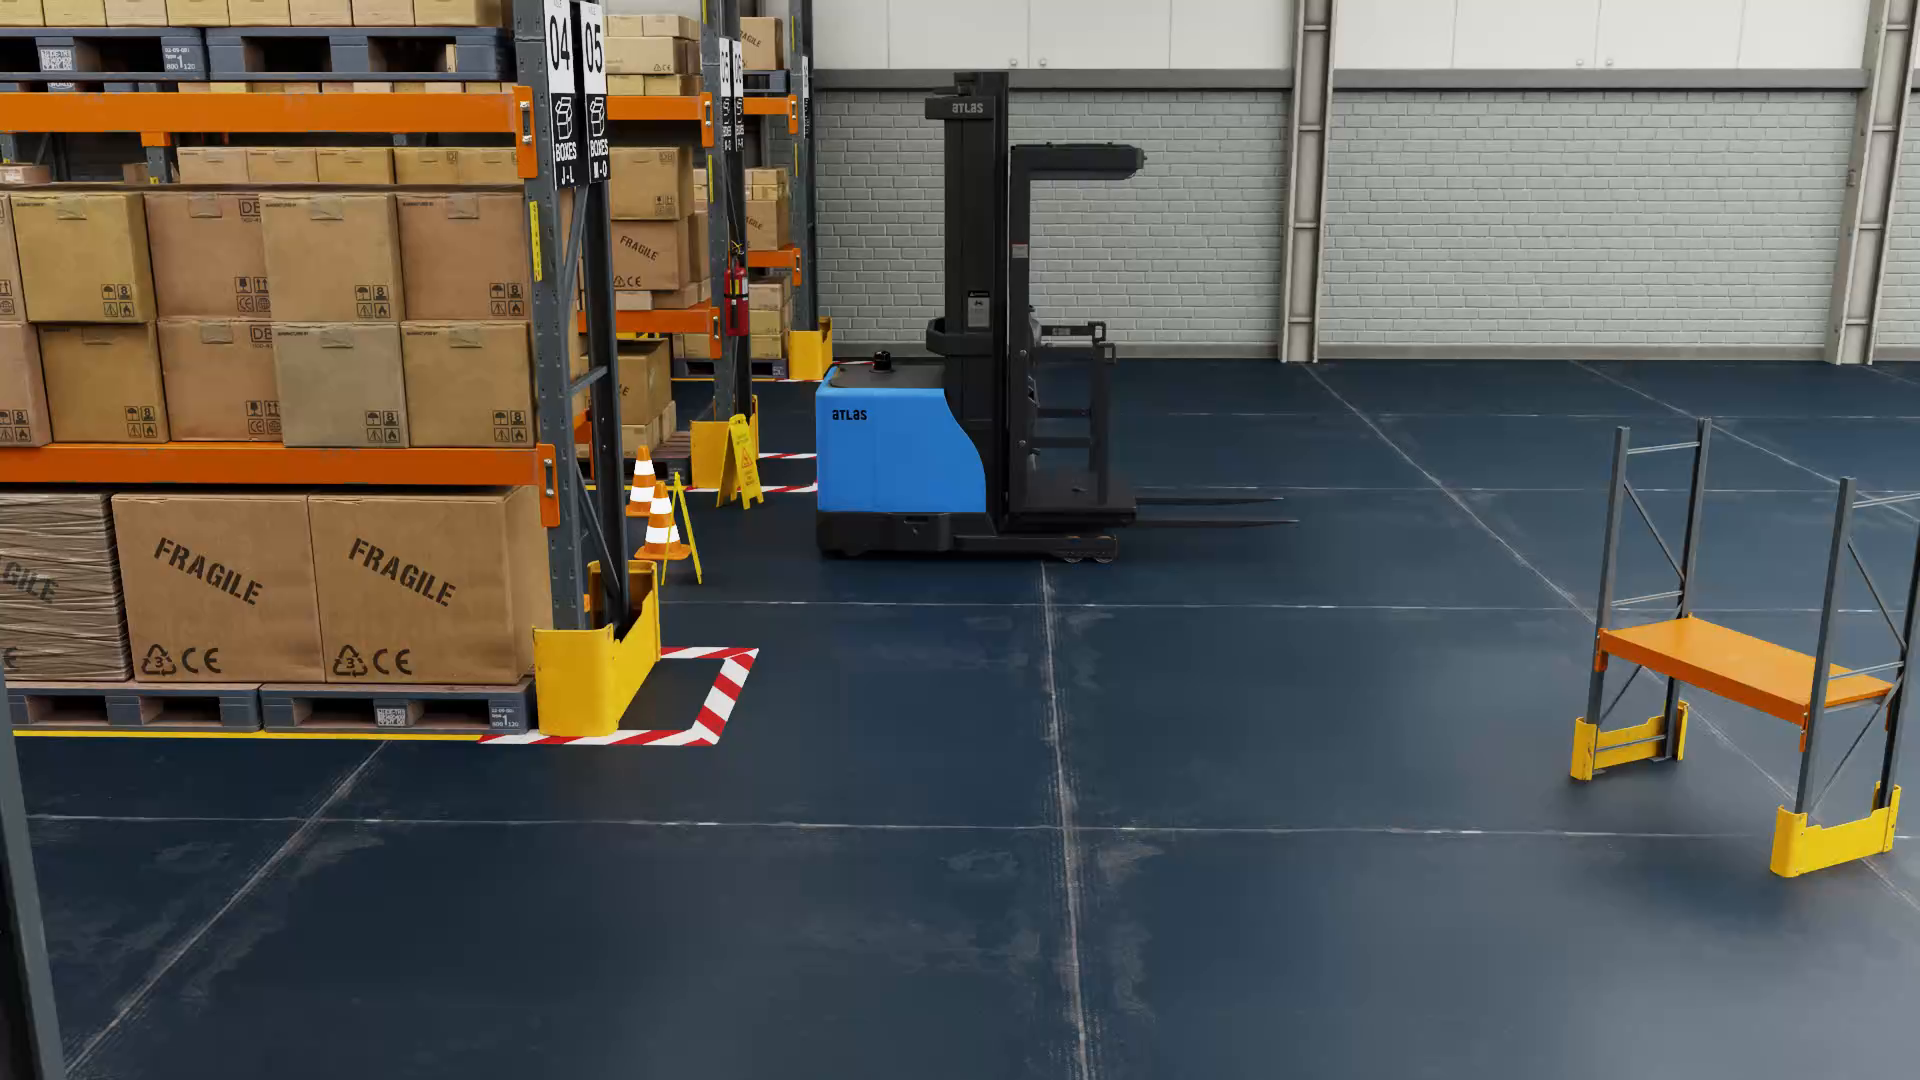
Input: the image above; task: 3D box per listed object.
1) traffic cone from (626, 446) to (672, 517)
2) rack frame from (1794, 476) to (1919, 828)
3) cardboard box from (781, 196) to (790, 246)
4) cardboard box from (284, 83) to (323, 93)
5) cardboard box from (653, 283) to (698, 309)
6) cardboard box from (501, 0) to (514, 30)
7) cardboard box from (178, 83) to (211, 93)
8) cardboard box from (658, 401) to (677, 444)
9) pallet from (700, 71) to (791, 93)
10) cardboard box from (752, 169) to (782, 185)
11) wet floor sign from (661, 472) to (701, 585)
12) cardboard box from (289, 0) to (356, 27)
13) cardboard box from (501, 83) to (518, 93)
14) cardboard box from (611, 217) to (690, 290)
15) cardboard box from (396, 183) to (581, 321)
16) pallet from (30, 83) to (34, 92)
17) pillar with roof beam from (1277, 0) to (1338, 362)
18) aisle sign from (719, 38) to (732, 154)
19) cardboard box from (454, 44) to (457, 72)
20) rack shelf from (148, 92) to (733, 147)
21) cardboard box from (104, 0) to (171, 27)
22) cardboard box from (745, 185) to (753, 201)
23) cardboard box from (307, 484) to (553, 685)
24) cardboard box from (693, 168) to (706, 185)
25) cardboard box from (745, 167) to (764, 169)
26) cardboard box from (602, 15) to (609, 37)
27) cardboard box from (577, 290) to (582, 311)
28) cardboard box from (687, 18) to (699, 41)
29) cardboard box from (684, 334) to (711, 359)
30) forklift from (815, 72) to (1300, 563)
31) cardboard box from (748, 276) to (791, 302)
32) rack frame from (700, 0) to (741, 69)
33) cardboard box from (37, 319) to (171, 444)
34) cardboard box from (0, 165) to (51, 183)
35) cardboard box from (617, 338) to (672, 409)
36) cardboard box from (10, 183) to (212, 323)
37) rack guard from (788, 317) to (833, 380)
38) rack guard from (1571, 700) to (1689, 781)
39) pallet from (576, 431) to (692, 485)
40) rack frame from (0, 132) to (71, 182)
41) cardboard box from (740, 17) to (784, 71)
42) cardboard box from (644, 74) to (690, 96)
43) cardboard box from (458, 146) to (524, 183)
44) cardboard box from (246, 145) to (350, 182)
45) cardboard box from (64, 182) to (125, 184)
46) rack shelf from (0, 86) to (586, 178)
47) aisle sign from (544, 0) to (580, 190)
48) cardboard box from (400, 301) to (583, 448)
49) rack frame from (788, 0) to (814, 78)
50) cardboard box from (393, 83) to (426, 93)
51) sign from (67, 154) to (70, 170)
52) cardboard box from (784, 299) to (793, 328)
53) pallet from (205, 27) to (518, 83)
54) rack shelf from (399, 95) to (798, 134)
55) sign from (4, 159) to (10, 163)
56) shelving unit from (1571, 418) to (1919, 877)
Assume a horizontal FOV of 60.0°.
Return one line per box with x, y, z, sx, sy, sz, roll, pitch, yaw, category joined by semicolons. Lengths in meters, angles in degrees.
-2.185;-0.424;11.541;0.334;0.463;0.336;0;15;1;traffic cone
3.298;0.483;6.068;0.500;1.500;0.032;-7;16;-24;rack frame
-2.087;-3.365;17.519;0.500;0.500;0.500;1;15;3;cardboard box
-4.655;-3.266;11.953;0.250;0.149;0.380;1;15;3;cardboard box
-2.101;-1.803;12.288;0.250;0.149;0.380;1;15;3;cardboard box
-2.082;-2.378;7.568;0.250;0.149;0.380;0;15;2;cardboard box
-5.412;-3.267;11.954;0.250;0.149;0.380;0;15;1;cardboard box
-2.521;-0.926;13.038;0.500;0.250;0.500;0;15;1;cardboard box
-2.305;-4.662;16.923;1.213;0.211;1.003;0;15;1;pallet
-1.963;-3.697;16.923;0.250;0.149;0.380;0;15;2;cardboard box
-1.668;-0.080;9.880;0.232;0.644;0.267;-2;15;-8;wet floor sign
-2.597;-2.213;6.943;0.250;0.149;0.380;1;15;2;cardboard box
-3.102;-3.249;11.886;0.250;0.149;0.380;0;15;1;cardboard box
-2.272;-2.102;12.150;0.500;0.500;0.500;0;15;0;cardboard box
-2.117;-1.321;7.556;0.550;0.550;0.875;0;15;1;cardboard box
-7.372;-3.400;12.334;1.003;0.211;1.213;0;15;1;pallet
3.616;-5.241;13.065;0.400;9.000;9.100;0;15;1;pillar with roof beam
-1.668;-3.160;11.840;0.004;0.787;0.394;0;15;1;aisle sign
-3.262;-3.439;11.826;0.500;0.250;0.500;1;15;3;cardboard box
-3.721;-3.093;12.212;4.000;0.370;1.077;0;15;1;rack shelf
-3.359;-2.218;6.962;0.250;0.149;0.380;0;15;2;cardboard box
-2.209;-3.530;16.871;0.250;0.149;0.380;1;15;2;cardboard box
-2.427;0.123;7.837;0.875;0.875;0.875;0;15;2;cardboard box
-2.719;-3.706;16.958;0.250;0.149;0.380;0;15;2;cardboard box
-2.194;-3.823;17.400;0.250;0.149;0.380;1;15;3;cardboard box
-2.580;-3.627;11.756;0.250;0.149;0.380;0;15;1;cardboard box
-2.871;-1.778;12.191;0.250;0.149;0.380;1;15;2;cardboard box
-2.072;-3.746;12.207;0.250;0.149;0.380;0;15;1;cardboard box
-2.574;-2.045;17.276;0.500;0.250;0.500;0;15;1;cardboard box
0.624;-1.414;10.452;3.031;2.935;1.130;0;15;1;forklift
-2.075;-2.651;17.616;0.500;0.250;0.500;0;15;1;cardboard box
-1.722;-4.878;11.688;0.127;3.000;1.000;0;15;1;rack frame
-3.758;-0.804;7.713;0.500;0.550;0.875;0;15;1;cardboard box
-6.877;-2.659;12.163;0.250;0.149;0.380;0;15;0;cardboard box
-2.545;-1.289;12.942;0.500;0.500;0.500;0;15;0;cardboard box
-3.759;-1.310;7.513;0.500;0.550;0.875;0;15;1;cardboard box
-1.575;-2.034;17.570;0.348;0.500;1.175;0;15;1;rack guard
2.868;0.853;7.117;0.587;0.250;0.087;-7;16;-24;rack guard
-2.609;-0.644;12.865;1.213;0.211;1.003;0;15;1;pallet
-9.596;-3.295;17.449;0.127;3.000;1.000;0;15;1;rack frame
-2.048;-4.934;16.565;0.500;0.500;0.500;1;15;3;cardboard box
-2.086;-3.237;11.841;0.250;0.149;0.380;0;15;2;cardboard box
-3.257;-2.583;12.010;0.500;0.500;0.700;0;15;1;cardboard box
-4.776;-2.612;12.120;0.500;0.500;0.700;0;15;2;cardboard box
-6.683;-2.478;12.749;0.500;0.500;0.500;0;15;2;cardboard box
-3.747;-1.830;7.425;4.000;0.370;1.077;0;15;1;rack shelf
-1.684;-1.894;7.043;0.004;0.787;0.394;0;15;1;aisle sign
-2.120;-0.777;7.613;0.550;0.550;0.875;0;15;1;cardboard box
-1.599;-6.144;16.486;0.127;3.000;1.000;0;15;1;rack frame
-3.871;-3.257;11.918;0.250;0.149;0.380;0;15;2;cardboard box
-9.586;-3.996;17.838;0.005;0.325;0.100;0;15;1;sign
-2.064;-2.414;17.697;0.500;0.250;0.500;1;15;2;cardboard box
-2.489;-2.124;7.303;1.213;0.211;1.003;0;15;1;pallet
-3.598;-4.358;17.010;4.000;0.370;1.077;0;15;1;rack shelf
-9.601;-3.678;16.787;0.005;0.325;0.100;0;15;1;sign
3.079;0.364;6.521;0.587;1.500;1.083;-7;16;-24;shelving unit
